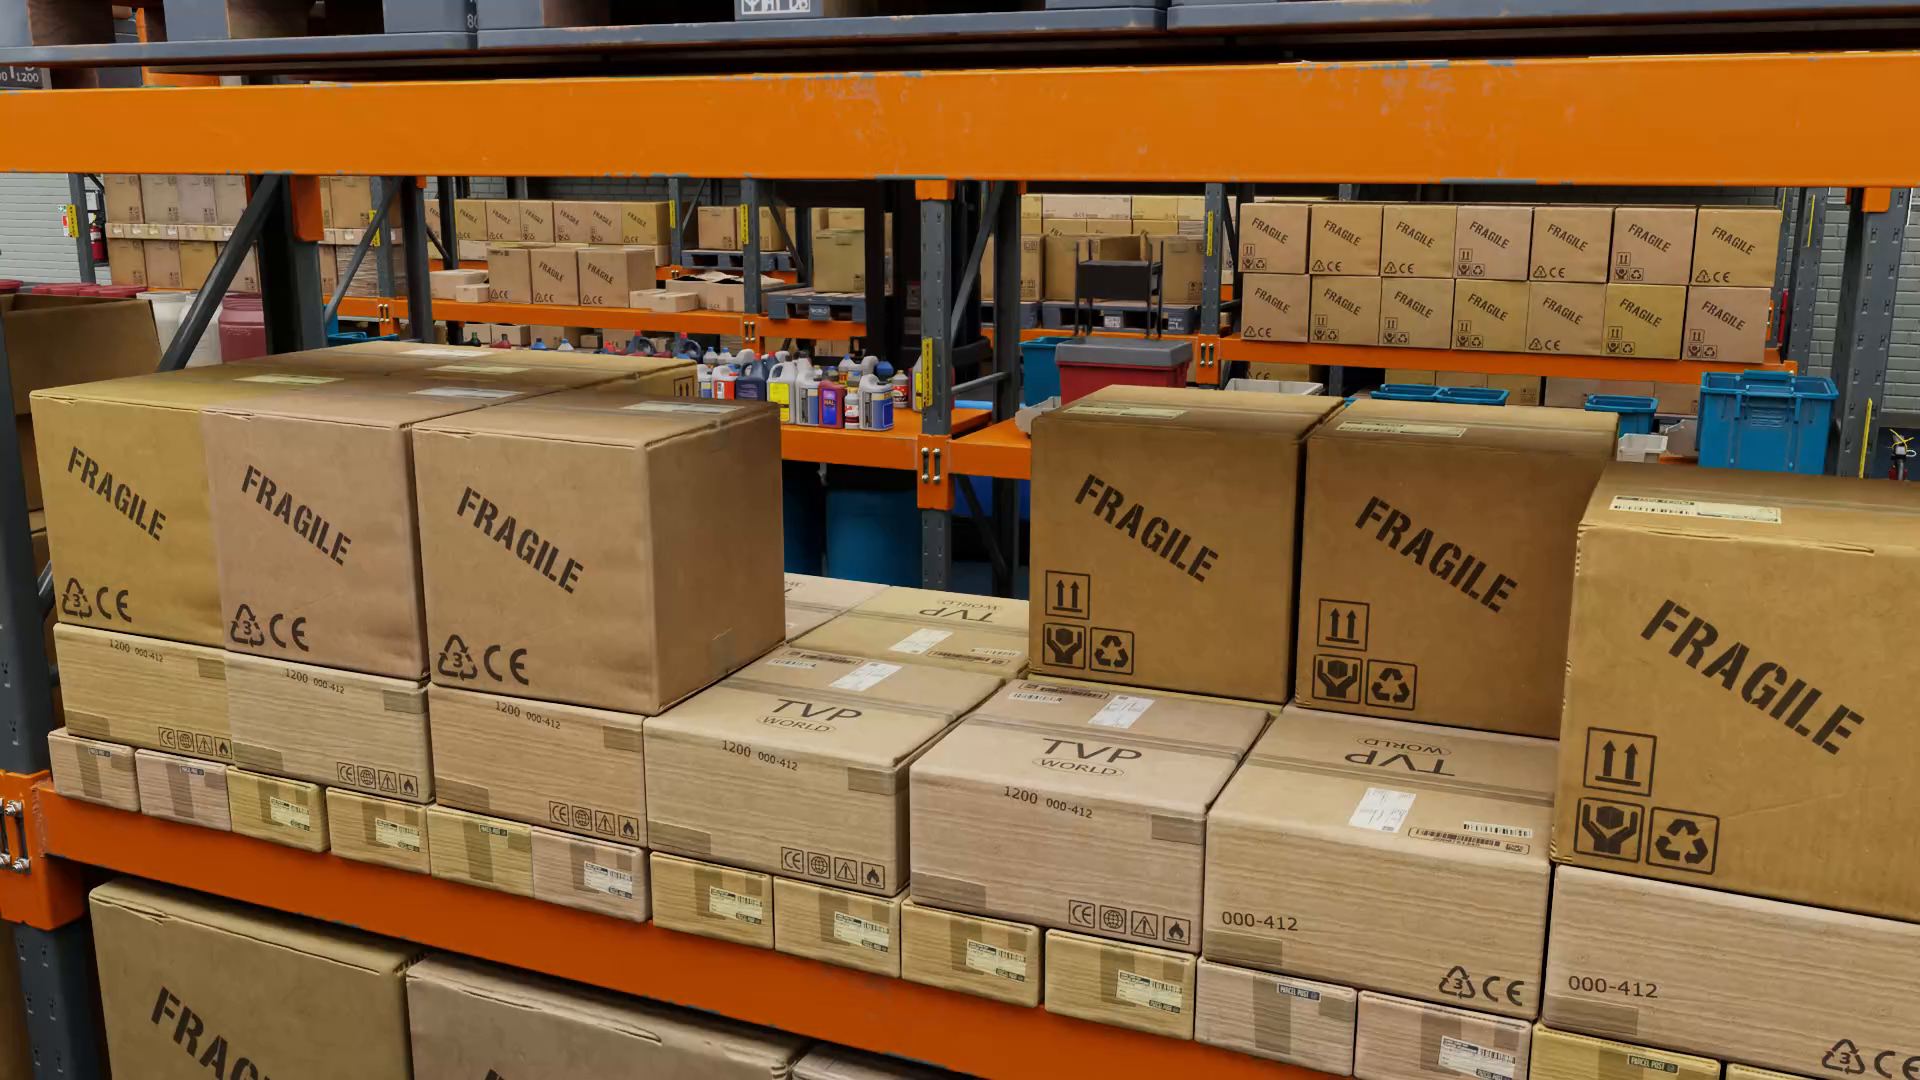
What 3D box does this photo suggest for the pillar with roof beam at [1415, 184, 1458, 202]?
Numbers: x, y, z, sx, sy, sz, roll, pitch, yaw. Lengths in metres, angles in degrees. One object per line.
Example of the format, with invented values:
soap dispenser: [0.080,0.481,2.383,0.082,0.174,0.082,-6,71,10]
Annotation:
pillar with roof beam: [3.327,-4.996,13.348,0.400,9.000,9.100,6,14,23]

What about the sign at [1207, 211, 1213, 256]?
sign: [1.856,-2.271,12.333,0.005,0.325,0.100,6,14,23]

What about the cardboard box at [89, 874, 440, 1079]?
cardboard box: [-1.367,1.153,4.008,0.875,0.875,0.875,6,14,23]

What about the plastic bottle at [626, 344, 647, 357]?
plastic bottle: [-1.891,-1.002,9.712,0.133,0.283,0.061,6,14,23]

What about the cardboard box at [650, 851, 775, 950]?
cardboard box: [-0.377,0.608,3.147,0.250,0.149,0.380,5,14,22]

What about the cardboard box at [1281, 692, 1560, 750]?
cardboard box: [0.911,0.396,3.179,0.500,0.250,0.500,6,14,23]

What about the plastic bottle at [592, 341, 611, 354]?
plastic bottle: [-1.974,-0.928,9.253,0.185,0.351,0.144,6,14,23]

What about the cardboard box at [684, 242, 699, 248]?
cardboard box: [-3.577,-3.624,20.917,0.500,0.250,0.500,6,14,24]

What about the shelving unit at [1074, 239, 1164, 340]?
shelving unit: [1.056,-0.944,11.182,0.503,2.100,0.431,4,14,18]

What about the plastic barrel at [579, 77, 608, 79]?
plastic barrel: [-1.907,-2.758,9.159,0.433,0.535,0.433,0,13,0]

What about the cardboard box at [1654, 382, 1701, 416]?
cardboard box: [7.057,-1.520,16.219,0.500,0.500,0.700,6,14,23]

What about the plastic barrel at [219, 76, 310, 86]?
plastic barrel: [-4.252,-2.985,10.248,0.600,0.901,0.600,0,13,0]

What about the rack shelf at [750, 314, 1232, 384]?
rack shelf: [0.249,-1.659,13.832,4.000,0.370,1.077,6,14,23]

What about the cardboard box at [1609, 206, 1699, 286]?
cardboard box: [4.754,-2.019,11.387,0.500,0.500,0.500,6,15,25]

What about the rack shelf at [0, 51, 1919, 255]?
rack shelf: [-0.110,-0.680,3.095,4.000,0.370,1.077,6,14,23]

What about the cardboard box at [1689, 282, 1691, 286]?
cardboard box: [7.267,-2.680,15.952,0.700,0.700,0.980,7,15,26]

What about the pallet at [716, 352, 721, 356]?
pallet: [-2.521,-2.170,20.539,1.213,0.211,1.003,6,14,23]

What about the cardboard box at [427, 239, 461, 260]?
cardboard box: [-6.573,-3.794,21.643,0.500,0.250,0.500,5,14,22]

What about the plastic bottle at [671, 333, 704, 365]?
plastic bottle: [-1.582,-1.029,9.680,0.185,0.351,0.144,6,14,23]

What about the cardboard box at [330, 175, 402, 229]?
cardboard box: [-5.645,-3.284,16.125,0.500,0.500,0.700,6,14,24]

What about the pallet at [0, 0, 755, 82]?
pallet: [-1.195,-1.094,3.480,1.213,0.211,1.003,6,14,23]

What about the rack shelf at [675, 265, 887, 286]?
rack shelf: [-1.405,-3.064,19.820,4.000,0.370,1.077,6,14,23]

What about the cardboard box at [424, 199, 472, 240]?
cardboard box: [-6.576,-4.164,21.577,0.500,0.500,0.500,6,14,23]

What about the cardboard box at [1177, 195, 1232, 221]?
cardboard box: [2.620,-3.513,17.606,0.500,0.250,0.500,6,15,24]

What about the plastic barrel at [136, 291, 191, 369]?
plastic barrel: [-5.002,-1.304,10.499,0.421,0.512,0.421,0,13,0]

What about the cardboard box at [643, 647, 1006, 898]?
cardboard box: [-0.239,0.412,3.108,0.500,0.250,0.500,6,14,23]

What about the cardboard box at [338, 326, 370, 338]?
cardboard box: [-6.202,-1.841,16.492,0.500,0.500,0.500,6,14,23]

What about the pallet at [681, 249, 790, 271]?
pallet: [-2.594,-3.404,20.117,1.213,0.211,1.003,6,14,23]

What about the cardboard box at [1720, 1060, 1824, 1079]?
cardboard box: [1.260,0.773,2.443,0.250,0.149,0.380,6,15,24]

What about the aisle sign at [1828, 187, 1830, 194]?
aisle sign: [5.673,-2.649,10.787,0.004,0.787,0.394,6,14,23]

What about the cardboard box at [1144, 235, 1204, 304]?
cardboard box: [1.735,-2.167,13.287,0.500,0.500,0.700,1,13,4]

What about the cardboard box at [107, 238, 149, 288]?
cardboard box: [-8.472,-2.937,17.486,0.500,0.500,0.700,6,14,23]

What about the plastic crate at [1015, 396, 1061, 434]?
plastic crate: [0.435,-0.617,8.266,0.243,0.136,0.396,6,14,23]

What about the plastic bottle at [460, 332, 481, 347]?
plastic bottle: [-3.047,-1.154,10.364,0.133,0.283,0.061,6,14,23]

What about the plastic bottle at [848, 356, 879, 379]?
plastic bottle: [-0.536,-0.885,9.233,0.135,0.276,0.152,6,14,23]

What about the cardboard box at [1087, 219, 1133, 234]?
cardboard box: [1.692,-3.237,18.071,0.500,0.500,0.500,6,14,23]

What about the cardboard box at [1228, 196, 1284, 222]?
cardboard box: [3.086,-3.466,17.405,0.500,0.250,0.500,6,15,24]

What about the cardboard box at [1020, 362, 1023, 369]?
cardboard box: [0.820,-1.374,13.912,0.500,0.250,0.500,6,14,23]

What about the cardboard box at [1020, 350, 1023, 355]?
cardboard box: [1.043,-2.291,18.740,0.750,0.750,0.750,6,14,22]

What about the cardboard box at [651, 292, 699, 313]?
cardboard box: [-2.514,-2.097,14.676,0.250,0.149,0.380,6,14,23]

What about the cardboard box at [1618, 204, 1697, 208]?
cardboard box: [4.955,-2.132,11.867,0.500,0.500,0.500,6,14,24]

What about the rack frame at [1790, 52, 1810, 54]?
rack frame: [7.738,-5.409,15.109,0.127,3.000,1.000,6,14,23]

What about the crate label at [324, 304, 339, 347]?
crate label: [-4.388,-1.325,10.759,0.616,0.435,0.502,6,14,23]

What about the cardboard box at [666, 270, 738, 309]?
cardboard box: [-2.319,-2.274,15.073,0.500,0.311,0.500,6,14,23]

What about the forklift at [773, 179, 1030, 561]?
forklift: [-0.646,-1.464,11.577,3.031,2.935,1.130,4,14,18]

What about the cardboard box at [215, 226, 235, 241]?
cardboard box: [-7.217,-3.075,16.654,0.250,0.149,0.380,6,14,24]

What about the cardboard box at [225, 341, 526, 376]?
cardboard box: [-1.410,-0.205,4.099,0.500,0.500,0.500,6,15,25]

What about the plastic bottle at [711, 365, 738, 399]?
plastic bottle: [-1.219,-0.779,8.778,0.135,0.276,0.152,6,14,23]

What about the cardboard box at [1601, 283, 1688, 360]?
cardboard box: [4.739,-1.534,11.508,0.500,0.500,0.500,6,14,24]

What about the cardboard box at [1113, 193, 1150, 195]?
cardboard box: [1.883,-3.713,18.455,0.500,0.250,0.500,5,14,22]

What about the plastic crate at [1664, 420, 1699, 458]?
plastic crate: [3.373,-0.459,7.590,0.298,0.136,0.250,6,14,23]

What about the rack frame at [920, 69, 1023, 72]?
rack frame: [0.068,-3.710,7.868,0.127,3.000,1.000,6,14,23]
